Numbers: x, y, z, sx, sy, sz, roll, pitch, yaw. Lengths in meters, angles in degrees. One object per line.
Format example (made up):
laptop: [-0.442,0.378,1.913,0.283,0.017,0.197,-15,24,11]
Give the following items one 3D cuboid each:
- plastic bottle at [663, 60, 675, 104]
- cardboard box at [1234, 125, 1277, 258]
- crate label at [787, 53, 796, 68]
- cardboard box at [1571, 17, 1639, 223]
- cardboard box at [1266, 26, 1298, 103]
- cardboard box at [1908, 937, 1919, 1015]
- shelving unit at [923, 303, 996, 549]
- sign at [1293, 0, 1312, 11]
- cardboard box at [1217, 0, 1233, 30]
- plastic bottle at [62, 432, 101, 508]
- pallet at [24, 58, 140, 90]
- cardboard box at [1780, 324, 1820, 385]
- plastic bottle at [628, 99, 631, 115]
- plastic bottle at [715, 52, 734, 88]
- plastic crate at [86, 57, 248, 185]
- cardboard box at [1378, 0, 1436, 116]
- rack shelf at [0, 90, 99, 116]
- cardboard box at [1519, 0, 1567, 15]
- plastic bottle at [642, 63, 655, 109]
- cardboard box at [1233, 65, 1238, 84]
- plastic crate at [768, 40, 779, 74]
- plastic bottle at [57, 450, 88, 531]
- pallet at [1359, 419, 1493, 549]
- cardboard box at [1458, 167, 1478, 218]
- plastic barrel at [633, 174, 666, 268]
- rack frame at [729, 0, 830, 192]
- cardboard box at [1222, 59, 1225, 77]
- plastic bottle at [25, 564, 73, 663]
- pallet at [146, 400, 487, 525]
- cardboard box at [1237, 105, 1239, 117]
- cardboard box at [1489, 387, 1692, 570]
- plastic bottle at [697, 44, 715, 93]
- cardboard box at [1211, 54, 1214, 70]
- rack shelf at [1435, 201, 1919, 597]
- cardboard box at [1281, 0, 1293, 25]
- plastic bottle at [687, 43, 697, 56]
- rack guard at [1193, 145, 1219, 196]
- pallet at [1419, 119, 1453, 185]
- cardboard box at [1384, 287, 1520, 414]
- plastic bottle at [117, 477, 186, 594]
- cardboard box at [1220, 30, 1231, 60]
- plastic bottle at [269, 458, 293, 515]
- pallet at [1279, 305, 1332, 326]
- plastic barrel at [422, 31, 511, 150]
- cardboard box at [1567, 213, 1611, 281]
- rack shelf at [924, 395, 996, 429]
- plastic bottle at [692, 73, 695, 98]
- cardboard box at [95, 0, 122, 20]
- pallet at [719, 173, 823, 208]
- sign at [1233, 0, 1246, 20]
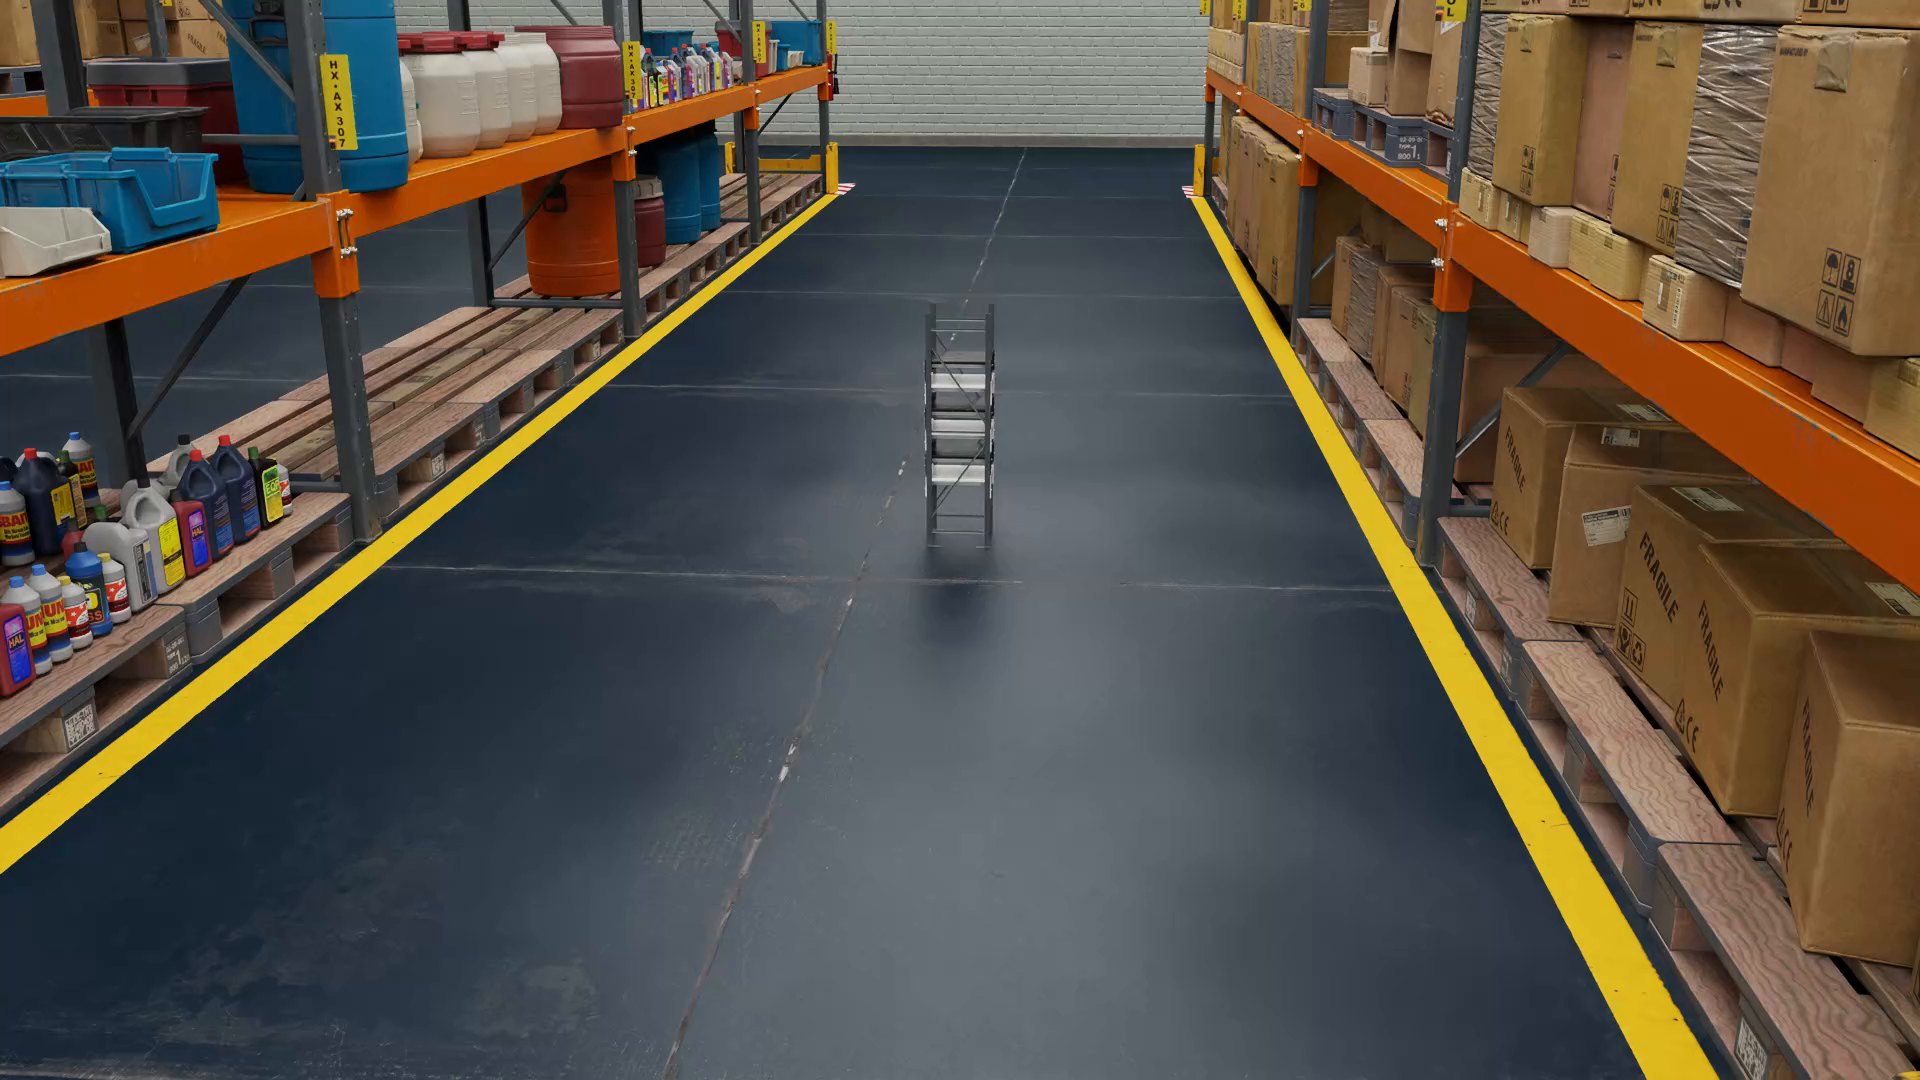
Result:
plastic bottle: [-1.982,-3.107,11.275,0.061,0.283,0.133,1,18,4]
cardboard box: [2.674,-2.522,12.041,1.225,0.875,0.875,1,18,2]
crate label: [-1.799,-4.631,16.066,0.396,0.136,0.243,1,18,4]
cardboard box: [2.090,-1.063,4.211,0.875,0.500,0.500,1,18,4]
cardboard box: [2.378,-3.247,11.355,0.500,0.500,0.500,2,18,5]
cardboard box: [1.965,0.713,2.771,0.500,0.500,0.500,5,19,14]
shelving unit: [0.001,-0.430,6.291,0.258,0.900,0.210,1,18,4]
sign: [1.923,-3.128,9.293,0.100,0.325,0.005,1,18,4]
cardboard box: [2.679,-5.018,15.480,0.500,0.500,0.500,1,18,2]
plastic bottle: [-3.210,-0.258,6.069,0.097,0.271,0.097,0,18,0]
pallet: [-7.283,-3.694,13.188,1.003,0.211,1.213,1,18,4]
cardboard box: [1.795,-0.366,3.127,0.380,0.149,0.250,1,18,4]
plastic bottle: [-2.110,-2.745,10.184,0.152,0.276,0.135,1,18,4]
plastic bottle: [-1.883,-3.731,13.191,0.152,0.276,0.135,1,18,4]
plastic crate: [-3.021,-1.623,6.455,0.402,0.464,0.583,1,18,4]
cardboard box: [2.222,-2.113,7.215,0.797,0.503,0.637,3,18,10]
rack shelf: [-7.261,-3.068,12.125,1.077,0.370,4.000,1,18,4]
cardboard box: [1.870,-1.699,4.547,0.500,0.500,0.500,1,18,4]
plastic bottle: [-2.022,-2.933,10.745,0.061,0.283,0.133,1,18,4]
cardboard box: [2.477,-3.872,13.825,0.380,0.149,0.250,2,18,5]
plastic crate: [-1.884,-4.362,15.011,0.437,0.282,0.530,1,18,4]
plastic bottle: [-3.100,-0.161,5.752,0.061,0.283,0.133,1,18,4]
pallet: [2.244,-0.241,6.820,1.003,0.211,1.213,1,18,4]
cardboard box: [1.874,-1.145,5.503,0.380,0.149,0.250,1,18,4]
plastic barrel: [-2.365,-2.234,11.622,0.600,0.588,0.708,1,18,4]
rack frame: [-1.890,-5.162,17.359,1.000,3.000,0.127,1,18,4]
cardboard box: [2.570,-4.270,15.040,0.380,0.149,0.250,2,18,5]
plastic bottle: [-2.565,0.201,4.667,0.097,0.271,0.097,0,18,0]
pallet: [-2.733,-0.355,7.166,1.003,0.211,1.213,1,18,4]
cardboard box: [2.955,-3.482,14.969,0.875,0.875,0.875,1,18,4]
cardboard box: [2.121,-0.213,5.595,0.500,0.500,0.500,1,18,2]
plastic bottle: [-1.930,-3.546,12.507,0.144,0.351,0.185,1,18,4]
cardboard box: [2.661,-4.670,16.261,0.380,0.149,0.250,1,18,3]
rack shelf: [2.046,-0.361,3.864,1.077,0.370,4.000,1,18,4]
cardboard box: [2.665,-3.922,11.803,0.797,0.503,0.637,1,18,5]
plastic bottle: [-2.060,-3.607,12.692,0.144,0.351,0.185,1,18,4]
rack guard: [3.052,-3.871,17.434,1.175,0.500,0.348,1,18,4]
pallet: [2.390,-1.467,6.392,1.003,0.211,1.213,1,18,4]
cardboard box: [2.348,-0.857,7.530,0.700,0.500,0.500,0,18,-1]
plastic bottle: [-2.546,-0.019,5.211,0.144,0.351,0.185,1,18,4]
cardboard box: [2.644,-4.499,15.098,0.500,0.250,0.500,1,18,3]
plastic bottle: [-2.466,-0.195,5.987,0.097,0.201,0.097,0,18,0]
pallet: [2.608,-1.485,10.615,1.003,0.211,1.213,1,18,4]
plastic barrel: [-2.379,-2.154,7.961,0.433,0.535,0.433,0,18,0]
cardboard box: [1.809,-0.756,4.317,0.380,0.149,0.250,1,18,4]
rack shelf: [0.001,-0.484,6.273,0.258,0.077,0.200,1,18,4]
plastic bottle: [-1.952,-3.275,11.919,0.097,0.201,0.097,0,18,0]
cardboard box: [-7.339,-4.717,14.234,0.500,0.500,0.500,1,18,4]
pallet: [-1.988,-3.581,17.014,1.003,0.211,1.213,1,18,4]
sign: [2.210,-4.270,13.119,0.100,0.325,0.005,1,18,4]
